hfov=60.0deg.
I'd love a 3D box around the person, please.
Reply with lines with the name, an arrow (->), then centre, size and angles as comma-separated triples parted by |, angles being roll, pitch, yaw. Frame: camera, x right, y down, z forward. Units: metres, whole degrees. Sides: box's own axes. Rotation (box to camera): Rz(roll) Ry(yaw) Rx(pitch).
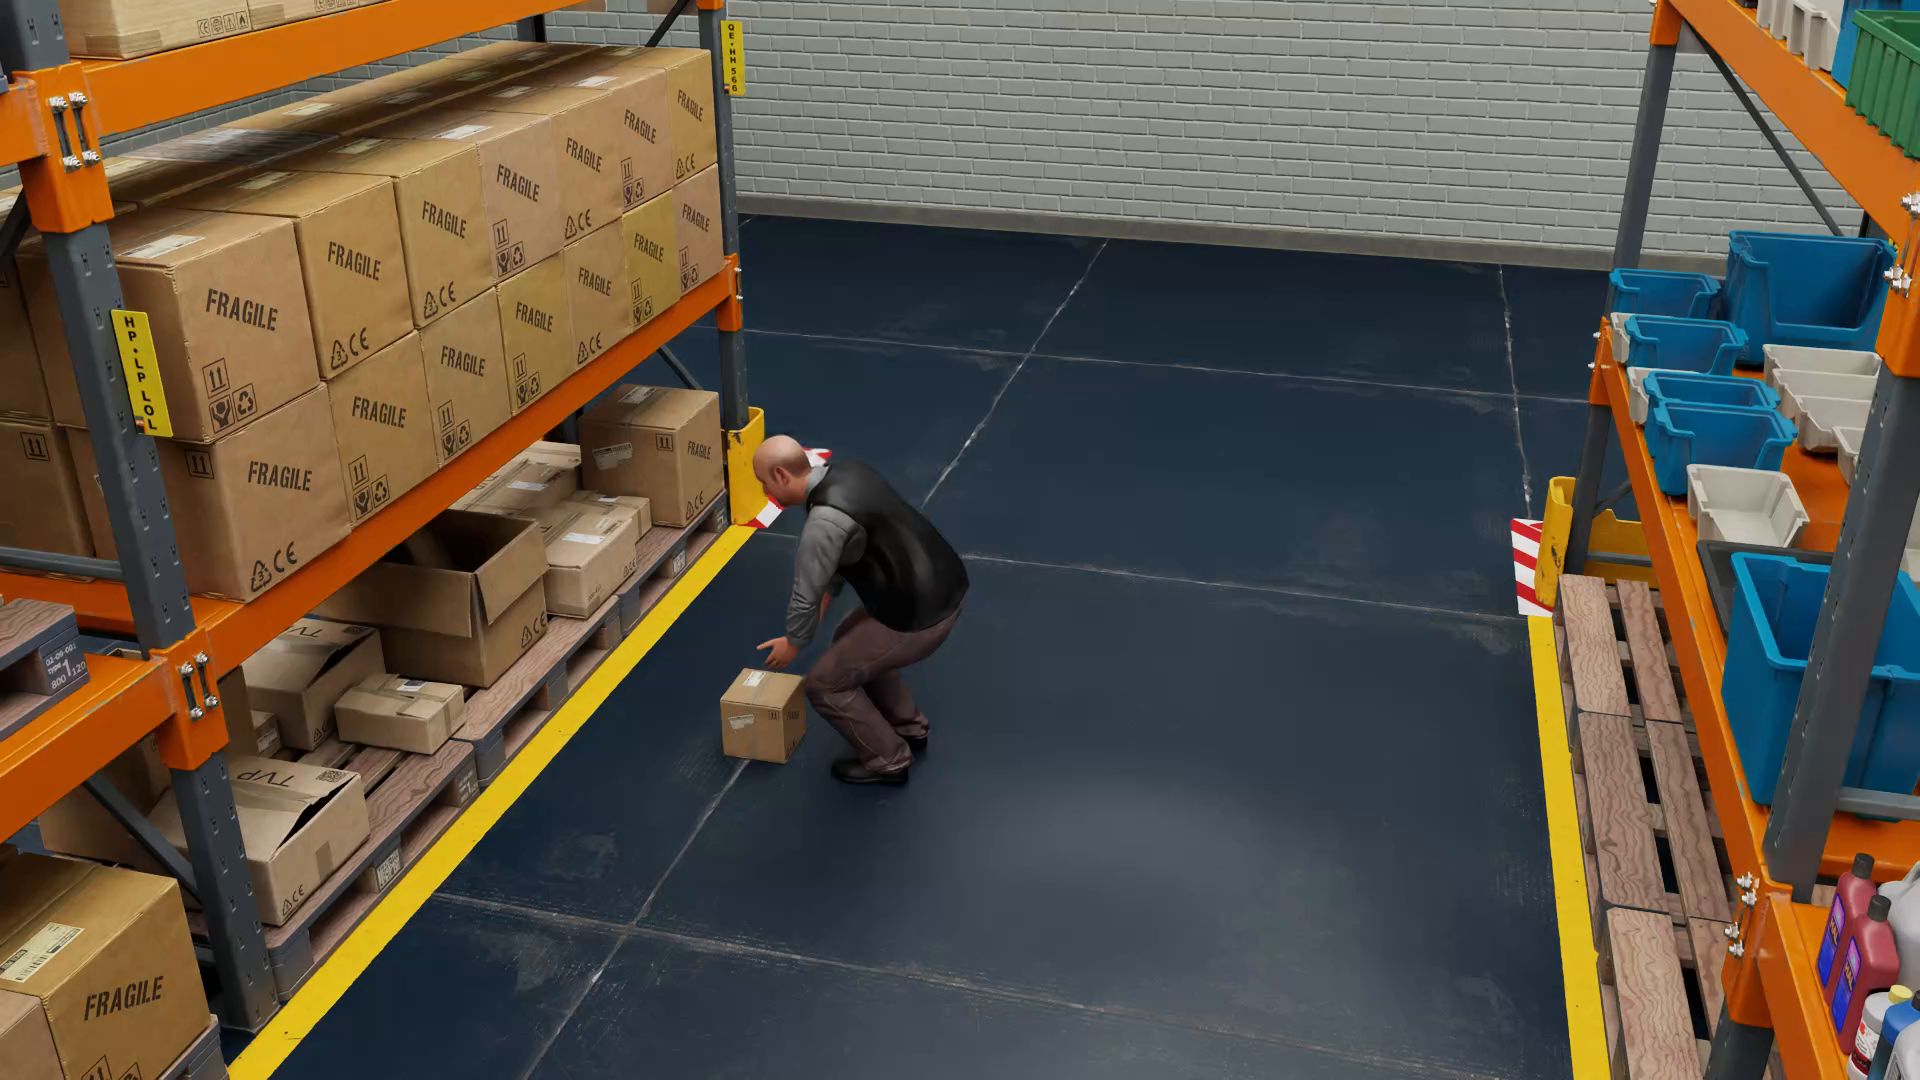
person -> -0.363, 0.261, 6.073 | 0.757, 1.309, 0.589 | 6, 26, 13
